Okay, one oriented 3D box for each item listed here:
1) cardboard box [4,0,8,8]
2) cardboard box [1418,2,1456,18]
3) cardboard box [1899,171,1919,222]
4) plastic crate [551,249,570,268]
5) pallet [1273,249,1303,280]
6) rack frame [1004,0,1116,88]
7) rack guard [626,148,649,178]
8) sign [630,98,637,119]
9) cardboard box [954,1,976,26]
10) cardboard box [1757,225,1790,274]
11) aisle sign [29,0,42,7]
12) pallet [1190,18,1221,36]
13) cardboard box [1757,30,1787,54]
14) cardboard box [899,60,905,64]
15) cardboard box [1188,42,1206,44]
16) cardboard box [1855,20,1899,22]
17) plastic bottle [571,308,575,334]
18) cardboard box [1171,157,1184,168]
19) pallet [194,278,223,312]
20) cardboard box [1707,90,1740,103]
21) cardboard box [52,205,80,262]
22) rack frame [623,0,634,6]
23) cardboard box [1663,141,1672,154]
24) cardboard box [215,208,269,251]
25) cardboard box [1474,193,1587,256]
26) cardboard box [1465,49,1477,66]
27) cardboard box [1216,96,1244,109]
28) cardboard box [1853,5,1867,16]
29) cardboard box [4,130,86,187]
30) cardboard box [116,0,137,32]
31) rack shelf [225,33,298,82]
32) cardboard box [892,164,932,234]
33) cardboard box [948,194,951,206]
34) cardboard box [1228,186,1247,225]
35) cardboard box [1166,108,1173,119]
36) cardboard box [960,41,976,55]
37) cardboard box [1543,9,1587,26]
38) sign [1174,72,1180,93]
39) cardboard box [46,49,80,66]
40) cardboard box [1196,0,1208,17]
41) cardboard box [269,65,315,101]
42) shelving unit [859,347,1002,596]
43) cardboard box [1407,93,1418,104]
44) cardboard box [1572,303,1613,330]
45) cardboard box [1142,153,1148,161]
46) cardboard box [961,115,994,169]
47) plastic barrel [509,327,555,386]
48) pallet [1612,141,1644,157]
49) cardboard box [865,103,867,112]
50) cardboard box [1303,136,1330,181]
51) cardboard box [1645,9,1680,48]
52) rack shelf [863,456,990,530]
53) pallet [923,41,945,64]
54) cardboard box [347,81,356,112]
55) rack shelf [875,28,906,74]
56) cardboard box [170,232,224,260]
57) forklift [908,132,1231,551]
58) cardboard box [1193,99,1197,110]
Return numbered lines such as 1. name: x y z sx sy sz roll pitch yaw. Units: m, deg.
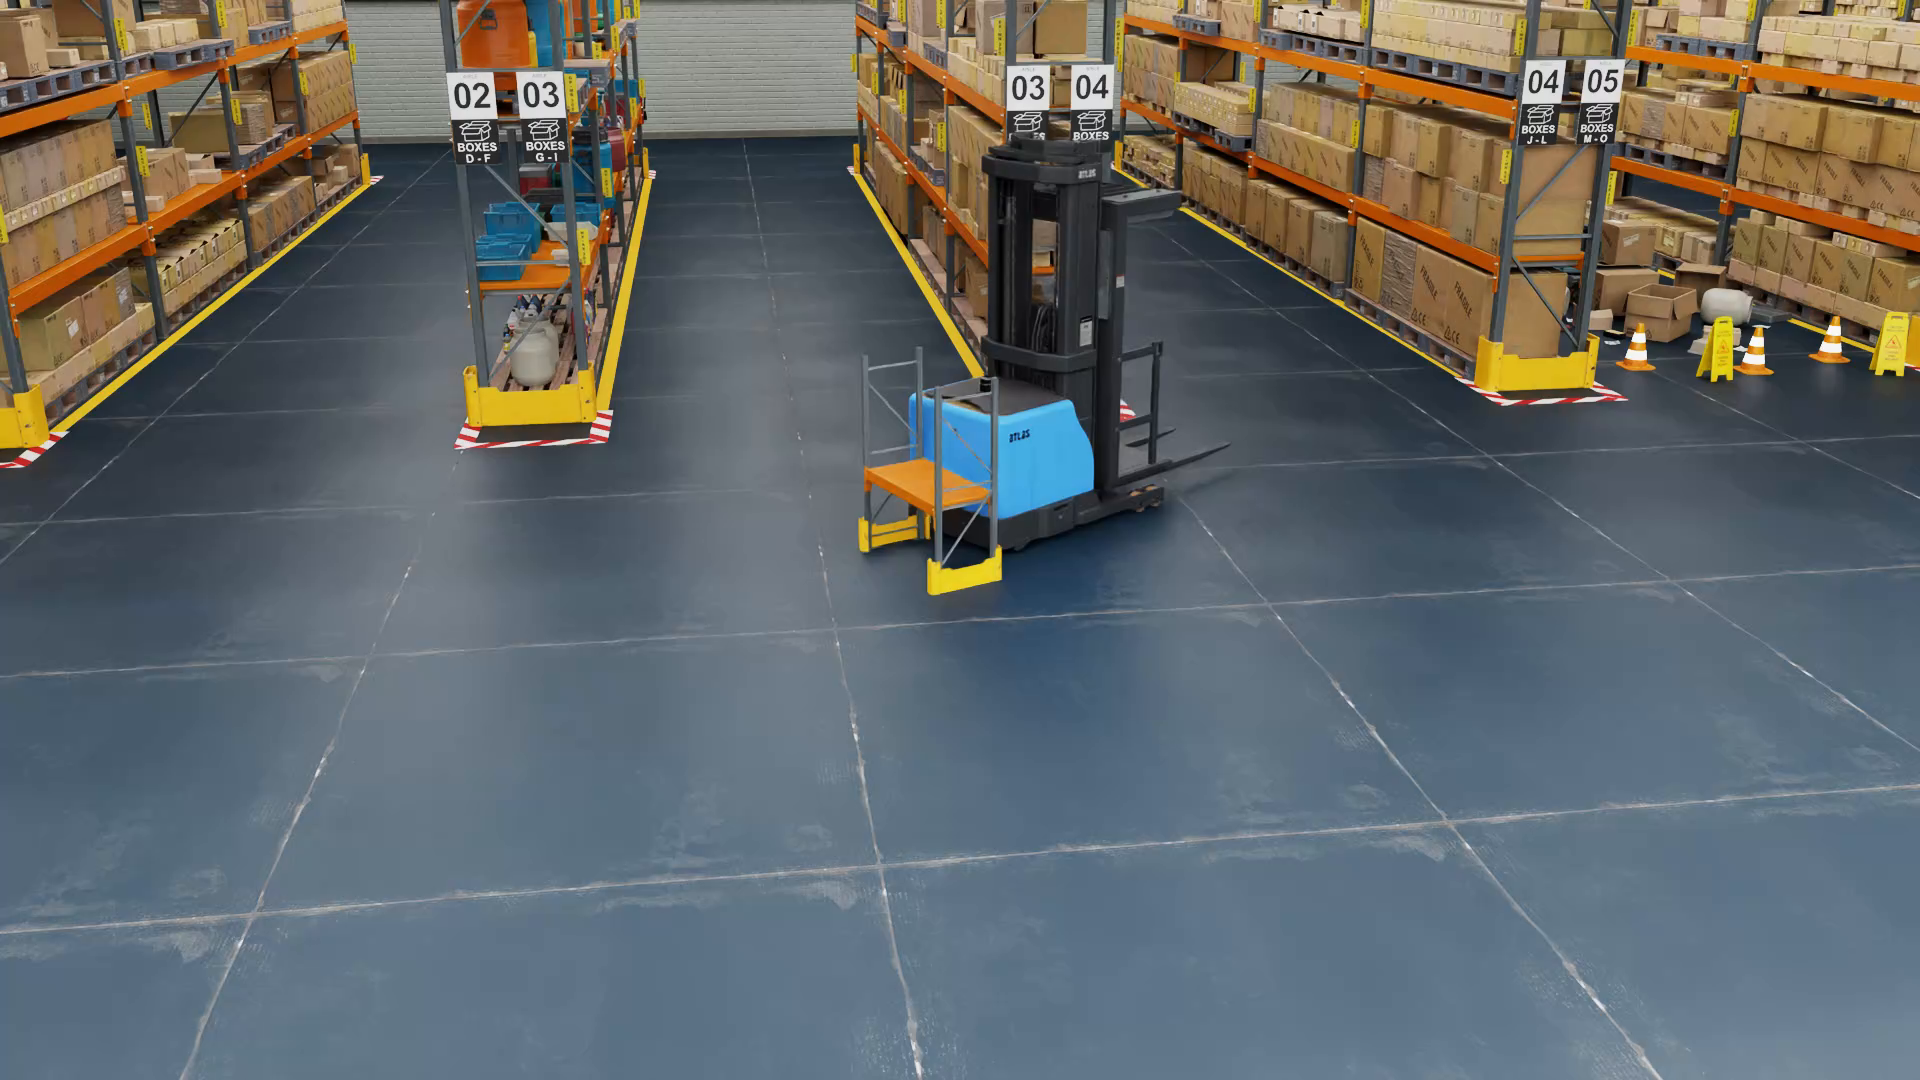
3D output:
1. cardboard box: -15.653 -8.723 26.969 0.500 0.250 0.500 -4 21 -10
2. cardboard box: 5.161 -5.696 17.868 0.380 0.149 0.250 -3 21 -8
3. cardboard box: 10.369 -3.635 17.593 0.500 0.500 0.500 -3 21 -9
4. plastic crate: -3.798 -2.728 16.109 0.298 0.136 0.250 -3 21 -8
5. pallet: 4.895 -3.755 22.469 1.003 0.211 1.213 -3 21 -8
6. rack frame: 0.914 -5.585 14.809 1.000 3.000 0.127 -3 21 -8
7. rack guard: -6.310 -6.901 30.479 1.175 0.500 0.348 -3 21 -8
8. sign: -5.173 -6.837 26.338 0.100 0.325 0.005 -3 21 -8
9. cardboard box: 0.231 -6.304 20.272 0.797 0.503 0.637 -2 21 -6
10. cardboard box: 10.050 -3.517 20.103 0.500 0.500 0.500 -2 21 -6
11. aisle sign: -15.811 -8.823 28.336 0.394 0.787 0.004 -3 21 -8
12. pallet: 4.243 -7.884 25.519 1.213 0.211 1.003 -3 21 -8
13. cardboard box: 9.936 -5.968 19.909 0.500 0.250 0.500 -3 21 -9
14. cardboard box: -0.775 -7.879 28.243 0.500 0.500 0.500 -4 21 -9
15. cardboard box: 4.151 -8.323 28.715 0.500 0.500 0.500 -3 21 -7
16. cardboard box: 10.635 -5.958 19.313 0.380 0.149 0.250 -2 21 -6
17. plastic bottle: -4.198 -2.395 18.094 0.061 0.283 0.133 -3 21 -8
18. cardboard box: 3.798 -6.395 28.174 0.380 0.149 0.250 -2 21 -6
19. pallet: -9.790 -3.032 20.531 1.003 0.211 1.213 -3 21 -8
20. cardboard box: 10.167 -5.898 22.125 0.380 0.149 0.250 -2 21 -5
21. cardboard box: -9.170 -3.021 16.376 0.700 0.500 0.500 -2 21 -6
22. rack frame: -6.294 -10.875 28.972 1.000 3.000 0.127 -3 21 -8
23. cardboard box: 9.663 -5.257 22.262 0.380 0.149 0.250 -3 21 -8
24. cardboard box: -9.826 -4.253 22.761 0.500 0.500 0.500 -2 21 -5
25. cardboard box: 5.738 -3.186 16.746 0.875 0.550 0.550 -3 21 -8
26. cardboard box: 5.344 -4.883 16.831 0.380 0.149 0.250 -3 21 -7
27. cardboard box: 4.045 -6.534 24.832 0.380 0.149 0.250 -2 21 -6
28. cardboard box: 14.079 -8.195 25.729 0.380 0.149 0.250 -3 21 -8
29. cardboard box: -9.251 -3.814 16.644 0.700 0.500 0.500 -3 21 -8
30. cardboard box: -9.621 -5.956 18.631 0.500 0.500 0.500 -1 21 -3
31. rack shelf: -10.331 -6.807 23.395 1.077 0.370 4.000 -3 21 -8
32. cardboard box: -0.318 -4.986 24.215 1.225 0.875 0.875 -4 21 -10
33. cardboard box: 0.070 -3.952 19.370 0.380 0.149 0.250 -3 21 -8
34. cardboard box: 4.330 -5.000 24.789 0.500 0.500 0.500 -3 21 -8
35. cardboard box: 3.689 -7.198 28.060 0.380 0.149 0.250 -3 21 -9
36. cardboard box: 0.203 -5.369 18.162 0.380 0.149 0.250 -3 21 -7
37. cardboard box: 6.031 -5.202 16.545 0.380 0.149 0.250 -3 21 -9
38. sign: 3.571 -7.520 27.327 0.100 0.325 0.005 -3 21 -8
39. cardboard box: -9.022 -4.807 16.572 0.380 0.149 0.250 -3 21 -8
40. cardboard box: 4.026 -8.390 26.132 0.500 0.311 0.500 -3 21 -9
41. cardboard box: -10.409 -7.124 25.930 0.500 0.500 0.500 -2 21 -6
42. shelving unit: -0.230 -0.522 11.971 0.587 1.500 1.083 -12 24 -30
43. cardboard box: 8.443 -8.157 30.126 0.500 0.500 0.500 -2 21 -6
44. cardboard box: 7.330 -2.592 19.276 0.396 0.266 0.258 1 20 2
45. cardboard box: 3.520 -6.977 30.157 0.380 0.149 0.250 -4 21 -10
46. cardboard box: 0.295 -4.299 17.943 0.500 0.500 0.500 -3 21 -8
47. plastic barrel: -4.158 -1.780 16.151 0.421 0.512 0.421 0 20 0
48. pallet: 9.775 -5.713 24.000 1.213 0.211 1.003 -3 21 -8
49. cardboard box: -1.445 -7.525 28.935 0.380 0.149 0.250 -3 21 -9
50. cardboard box: 4.774 -4.939 21.509 0.500 0.500 0.500 -3 21 -7
51. cardboard box: 9.815 -6.971 22.660 0.797 0.503 0.637 -3 21 -8
52. rack shelf: -0.225 -0.351 12.027 0.538 0.185 1.000 -12 24 -30
53. pallet: 0.201 -6.055 20.622 1.213 0.211 1.003 -3 21 -8
54. cardboard box: -10.862 -7.722 28.960 0.500 0.500 0.500 -2 21 -6
55. rack shelf: -0.528 -7.305 24.729 1.077 0.370 4.000 -3 21 -8
56. cardboard box: -9.572 -3.694 20.848 0.500 0.311 0.500 -3 21 -8
57. forklift: 1.008 -1.712 13.110 3.031 2.935 1.130 -19 27 -40
58. cardboard box: 3.864 -6.841 26.080 0.380 0.149 0.250 -2 21 -6
